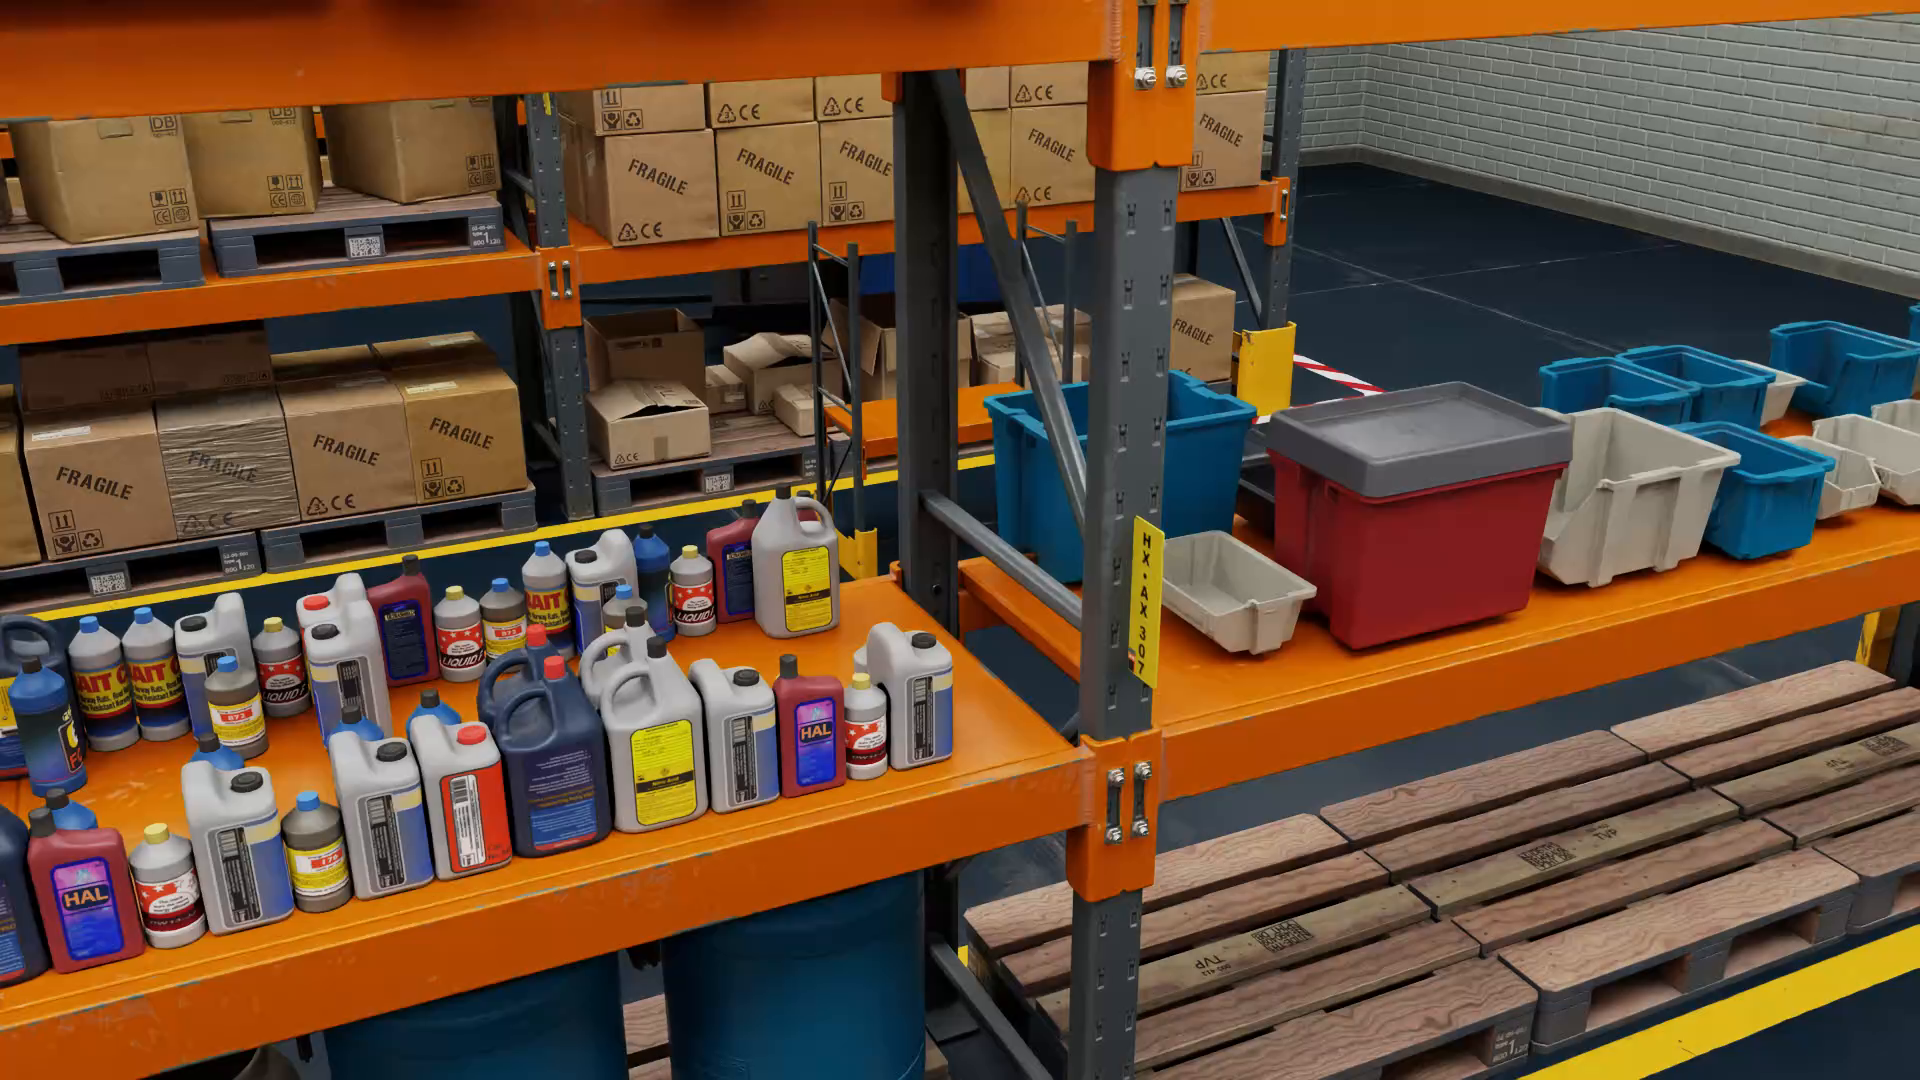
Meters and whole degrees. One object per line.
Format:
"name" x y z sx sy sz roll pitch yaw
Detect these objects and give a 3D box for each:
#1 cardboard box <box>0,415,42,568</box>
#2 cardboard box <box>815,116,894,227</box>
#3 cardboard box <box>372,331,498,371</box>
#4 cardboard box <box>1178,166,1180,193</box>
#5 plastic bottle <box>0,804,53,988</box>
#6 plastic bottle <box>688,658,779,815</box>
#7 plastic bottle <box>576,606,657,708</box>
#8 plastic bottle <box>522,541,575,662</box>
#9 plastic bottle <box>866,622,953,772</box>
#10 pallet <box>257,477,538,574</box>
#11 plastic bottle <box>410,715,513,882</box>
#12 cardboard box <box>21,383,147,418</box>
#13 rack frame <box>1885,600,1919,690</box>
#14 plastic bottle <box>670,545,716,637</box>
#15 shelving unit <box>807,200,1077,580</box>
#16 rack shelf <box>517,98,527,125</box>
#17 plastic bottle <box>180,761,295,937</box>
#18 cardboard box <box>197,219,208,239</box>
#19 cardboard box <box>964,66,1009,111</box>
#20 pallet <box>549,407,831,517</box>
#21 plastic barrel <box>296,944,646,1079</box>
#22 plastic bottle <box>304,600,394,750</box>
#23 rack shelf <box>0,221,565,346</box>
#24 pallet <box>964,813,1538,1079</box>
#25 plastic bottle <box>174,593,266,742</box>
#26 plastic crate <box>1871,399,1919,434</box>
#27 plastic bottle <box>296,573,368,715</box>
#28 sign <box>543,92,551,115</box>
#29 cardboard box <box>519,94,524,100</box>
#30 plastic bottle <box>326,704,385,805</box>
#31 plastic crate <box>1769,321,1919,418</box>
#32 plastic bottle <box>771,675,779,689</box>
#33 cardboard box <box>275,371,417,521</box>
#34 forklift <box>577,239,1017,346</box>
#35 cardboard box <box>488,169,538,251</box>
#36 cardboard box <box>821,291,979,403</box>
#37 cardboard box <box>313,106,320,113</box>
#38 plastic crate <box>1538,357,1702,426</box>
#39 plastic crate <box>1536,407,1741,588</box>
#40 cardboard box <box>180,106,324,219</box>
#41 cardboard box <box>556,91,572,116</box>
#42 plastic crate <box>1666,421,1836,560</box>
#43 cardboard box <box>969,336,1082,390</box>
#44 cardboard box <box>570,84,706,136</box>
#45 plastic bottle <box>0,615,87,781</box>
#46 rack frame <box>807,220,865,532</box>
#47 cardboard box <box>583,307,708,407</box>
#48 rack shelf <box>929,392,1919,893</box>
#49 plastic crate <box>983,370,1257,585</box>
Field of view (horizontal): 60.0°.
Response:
"cardboard box" -4.174 -0.181 6.959 0.500 0.500 0.500 -11 25 -24
"cardboard box" -0.538 -1.854 8.177 0.500 0.500 0.500 -11 25 -24
"cardboard box" -2.569 -0.701 8.215 0.500 0.500 0.500 -12 25 -26
"cardboard box" 0.826 -2.104 8.779 0.500 0.500 0.500 -10 25 -23
"plastic bottle" -1.561 0.529 2.614 0.185 0.351 0.144 -10 25 -24
"plastic bottle" -0.426 0.353 3.137 0.135 0.276 0.152 -10 25 -24
"plastic bottle" -0.631 0.297 3.176 0.185 0.351 0.144 -10 25 -24
"plastic bottle" -0.911 0.134 3.673 0.097 0.271 0.097 0 22 0
"plastic bottle" -0.097 0.293 3.284 0.135 0.276 0.152 -10 25 -24
"pallet" -2.744 -0.213 7.988 1.213 0.211 1.003 -10 25 -24
"plastic bottle" -0.881 0.437 2.935 0.135 0.276 0.152 -10 25 -24
"cardboard box" -3.954 -0.445 7.596 0.500 0.500 0.500 -11 25 -26
"rack frame" 3.722 -0.605 5.290 0.127 3.000 1.000 -10 25 -24
"plastic bottle" -0.614 0.112 3.818 0.097 0.201 0.097 0 22 0
"shelving unit" -0.069 -0.680 7.433 1.083 1.500 0.587 -10 25 -24
"rack shelf" -2.377 -3.355 12.874 4.000 0.370 1.077 -10 25 -24
"plastic bottle" -1.211 0.498 2.788 0.135 0.276 0.152 -10 25 -24
"cardboard box" -5.508 -2.255 11.539 0.750 0.750 0.750 -10 24 -22
"cardboard box" -0.088 -2.395 8.177 0.500 0.500 0.500 -10 24 -22
"pallet" -1.408 -0.474 8.620 1.213 0.211 1.003 -10 25 -24
"plastic barrel" -1.018 1.036 3.520 0.708 0.901 0.600 -10 25 -24
"plastic bottle" -1.233 0.267 3.345 0.135 0.276 0.152 -10 25 -24
"rack shelf" -3.829 -0.985 7.149 4.000 0.370 1.077 -10 25 -24
"pallet" 0.763 1.211 4.547 1.213 0.211 1.003 -10 25 -24
"plastic bottle" -1.508 0.253 3.378 0.135 0.276 0.152 -10 25 -24
"plastic crate" 2.798 -0.270 4.747 0.243 0.136 0.396 -10 25 -24
"plastic bottle" -1.299 0.215 3.471 0.135 0.276 0.152 -10 25 -24
"sign" -1.783 -1.994 7.130 0.005 0.325 0.100 -10 25 -24
"cardboard box" -3.023 -3.698 12.369 0.700 0.700 0.980 -11 25 -25
"plastic bottle" -1.073 0.421 2.979 0.097 0.271 0.097 0 22 0
"plastic crate" 2.763 -0.519 5.222 0.300 0.233 0.416 -10 25 -24
"plastic bottle" -0.336 0.357 3.226 0.097 0.201 0.097 0 22 0
"cardboard box" -2.797 -0.438 7.579 0.500 0.500 0.500 -10 25 -23
"forklift" -1.150 -2.712 10.469 3.031 2.935 1.130 -3 23 -8
"cardboard box" -3.461 -2.484 12.547 0.500 0.500 0.700 -10 25 -23
"cardboard box" -0.337 -1.013 8.963 0.637 0.503 0.797 -10 25 -24
"cardboard box" -4.578 -3.045 11.487 0.250 0.149 0.380 -10 24 -23
"plastic crate" 1.900 -0.360 4.838 0.300 0.233 0.416 -10 25 -24
"plastic crate" 1.573 -0.104 4.157 0.530 0.282 0.437 -10 25 -24
"cardboard box" -3.143 -1.752 7.381 0.500 0.500 0.700 -6 23 -15
"cardboard box" -1.684 -2.331 8.020 0.500 0.500 0.500 -10 25 -23
"plastic crate" 1.983 -0.126 4.274 0.300 0.233 0.416 -10 25 -24
"cardboard box" 0.325 -0.923 9.078 0.500 0.250 0.500 -10 25 -24
"cardboard box" -1.481 -2.139 7.557 0.500 0.500 0.500 -10 24 -22
"plastic bottle" -1.829 0.276 3.225 0.185 0.351 0.144 -10 25 -24
"rack frame" -0.535 -0.595 7.225 0.032 1.500 0.500 -10 25 -24
"cardboard box" -1.637 -0.890 8.671 0.500 0.500 0.500 -10 25 -24
"rack shelf" 1.920 0.059 4.626 4.000 0.370 1.077 -10 25 -24
"plastic crate" 0.390 -0.157 4.150 0.575 0.384 0.392 -10 25 -24
